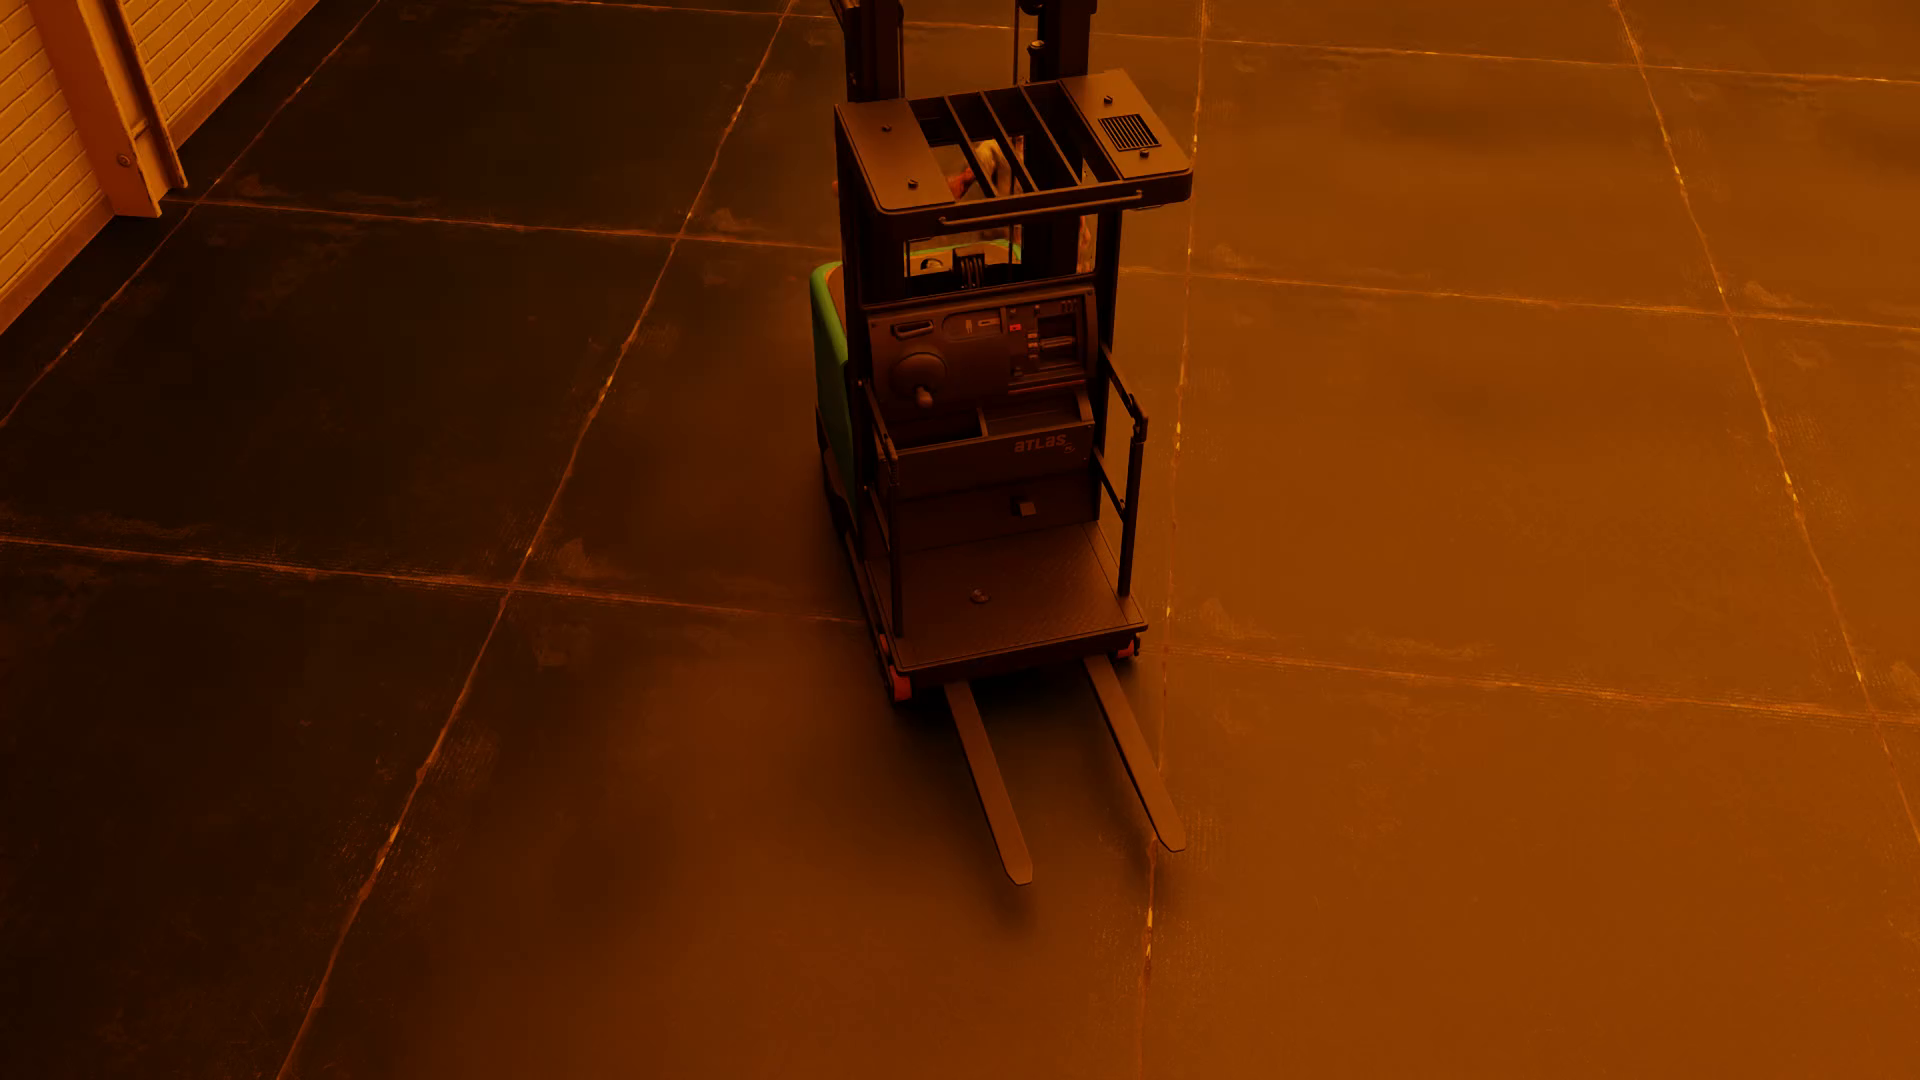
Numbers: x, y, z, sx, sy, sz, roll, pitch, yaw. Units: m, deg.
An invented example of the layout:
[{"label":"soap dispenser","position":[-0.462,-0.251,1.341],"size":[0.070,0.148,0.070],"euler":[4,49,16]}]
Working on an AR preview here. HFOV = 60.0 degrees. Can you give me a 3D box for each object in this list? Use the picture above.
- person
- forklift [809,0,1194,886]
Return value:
[{"label":"person","position":[0.307,-1.612,8.475],"size":[0.661,1.585,0.607],"euler":[20,46,20]},{"label":"forklift","position":[0.153,-0.681,6.465],"size":[1.130,2.935,3.031],"euler":[-10,44,-11]}]
